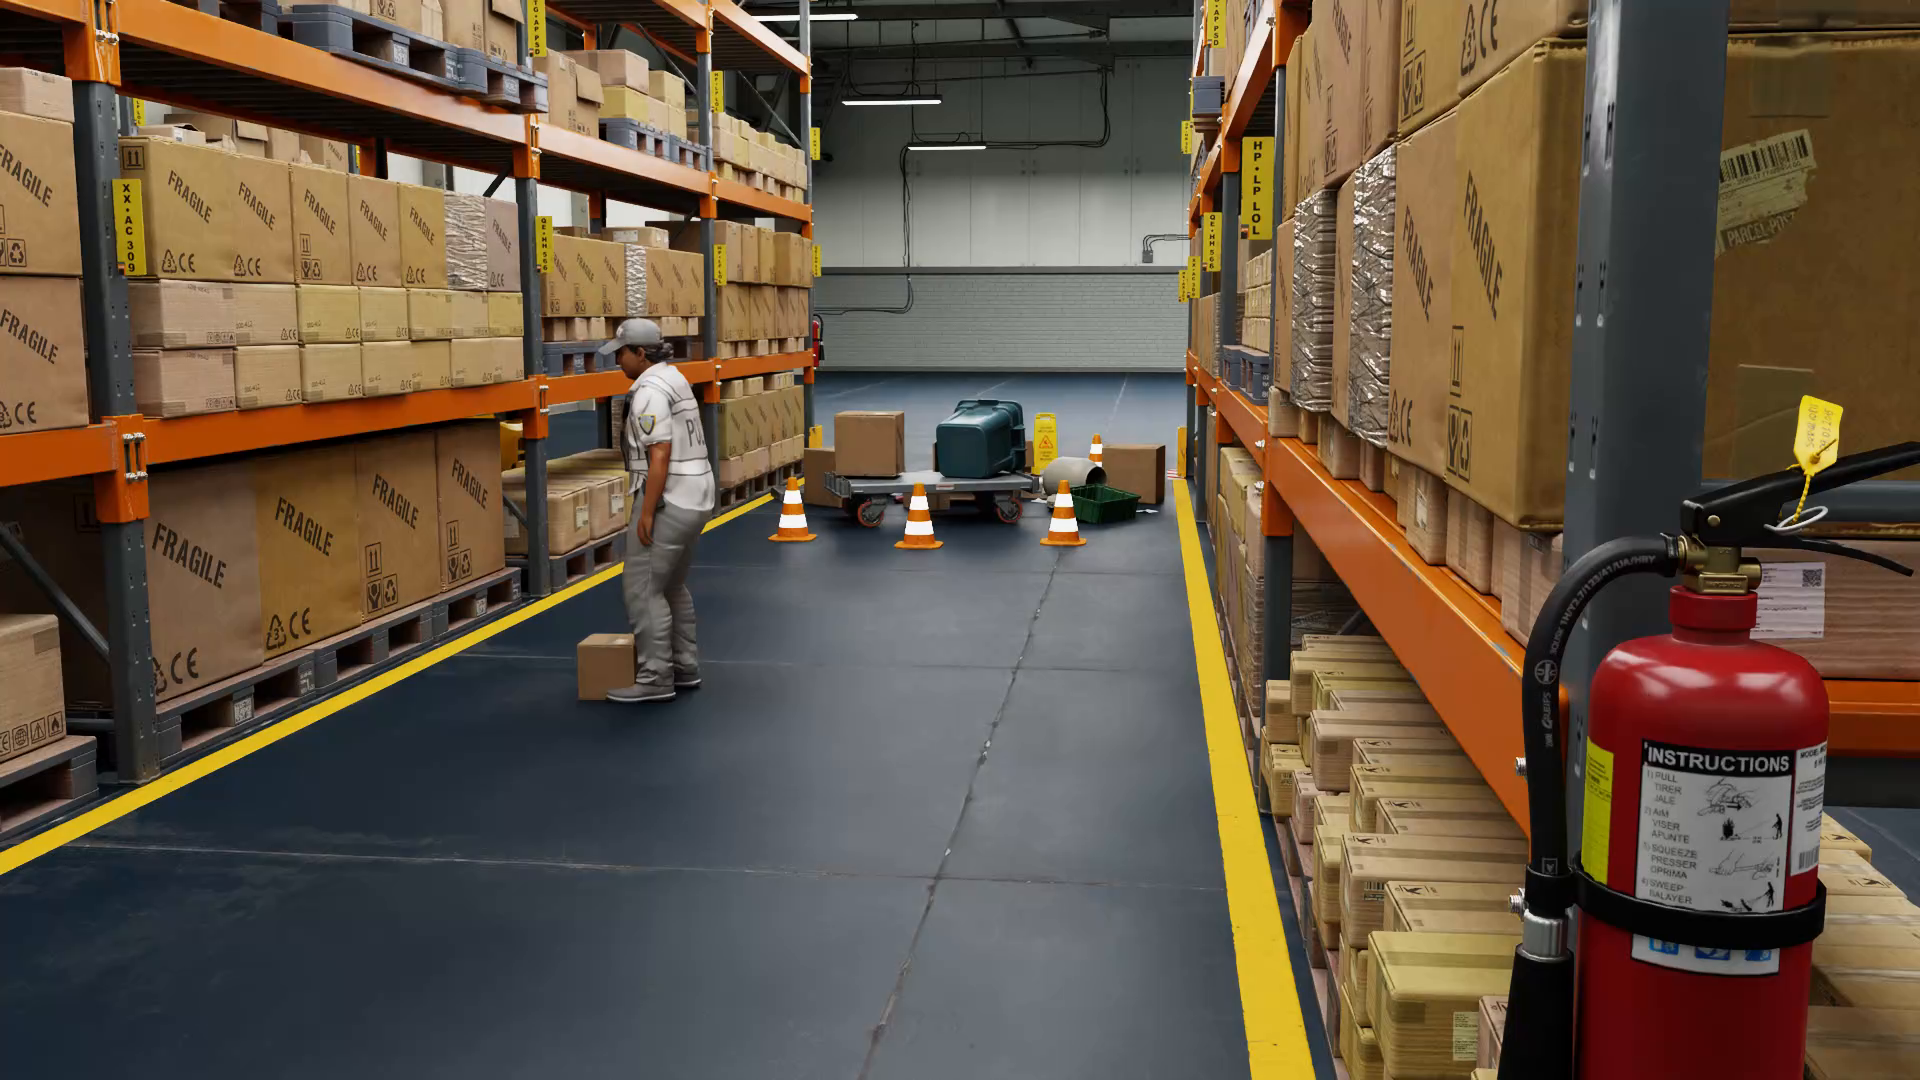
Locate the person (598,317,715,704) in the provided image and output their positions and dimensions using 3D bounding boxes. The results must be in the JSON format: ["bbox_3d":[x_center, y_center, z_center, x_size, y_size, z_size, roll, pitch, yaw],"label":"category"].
[{"bbox_3d":[-1.320,-0.135,7.282,0.470,1.664,0.549,0,8,4],"label":"person"}]
